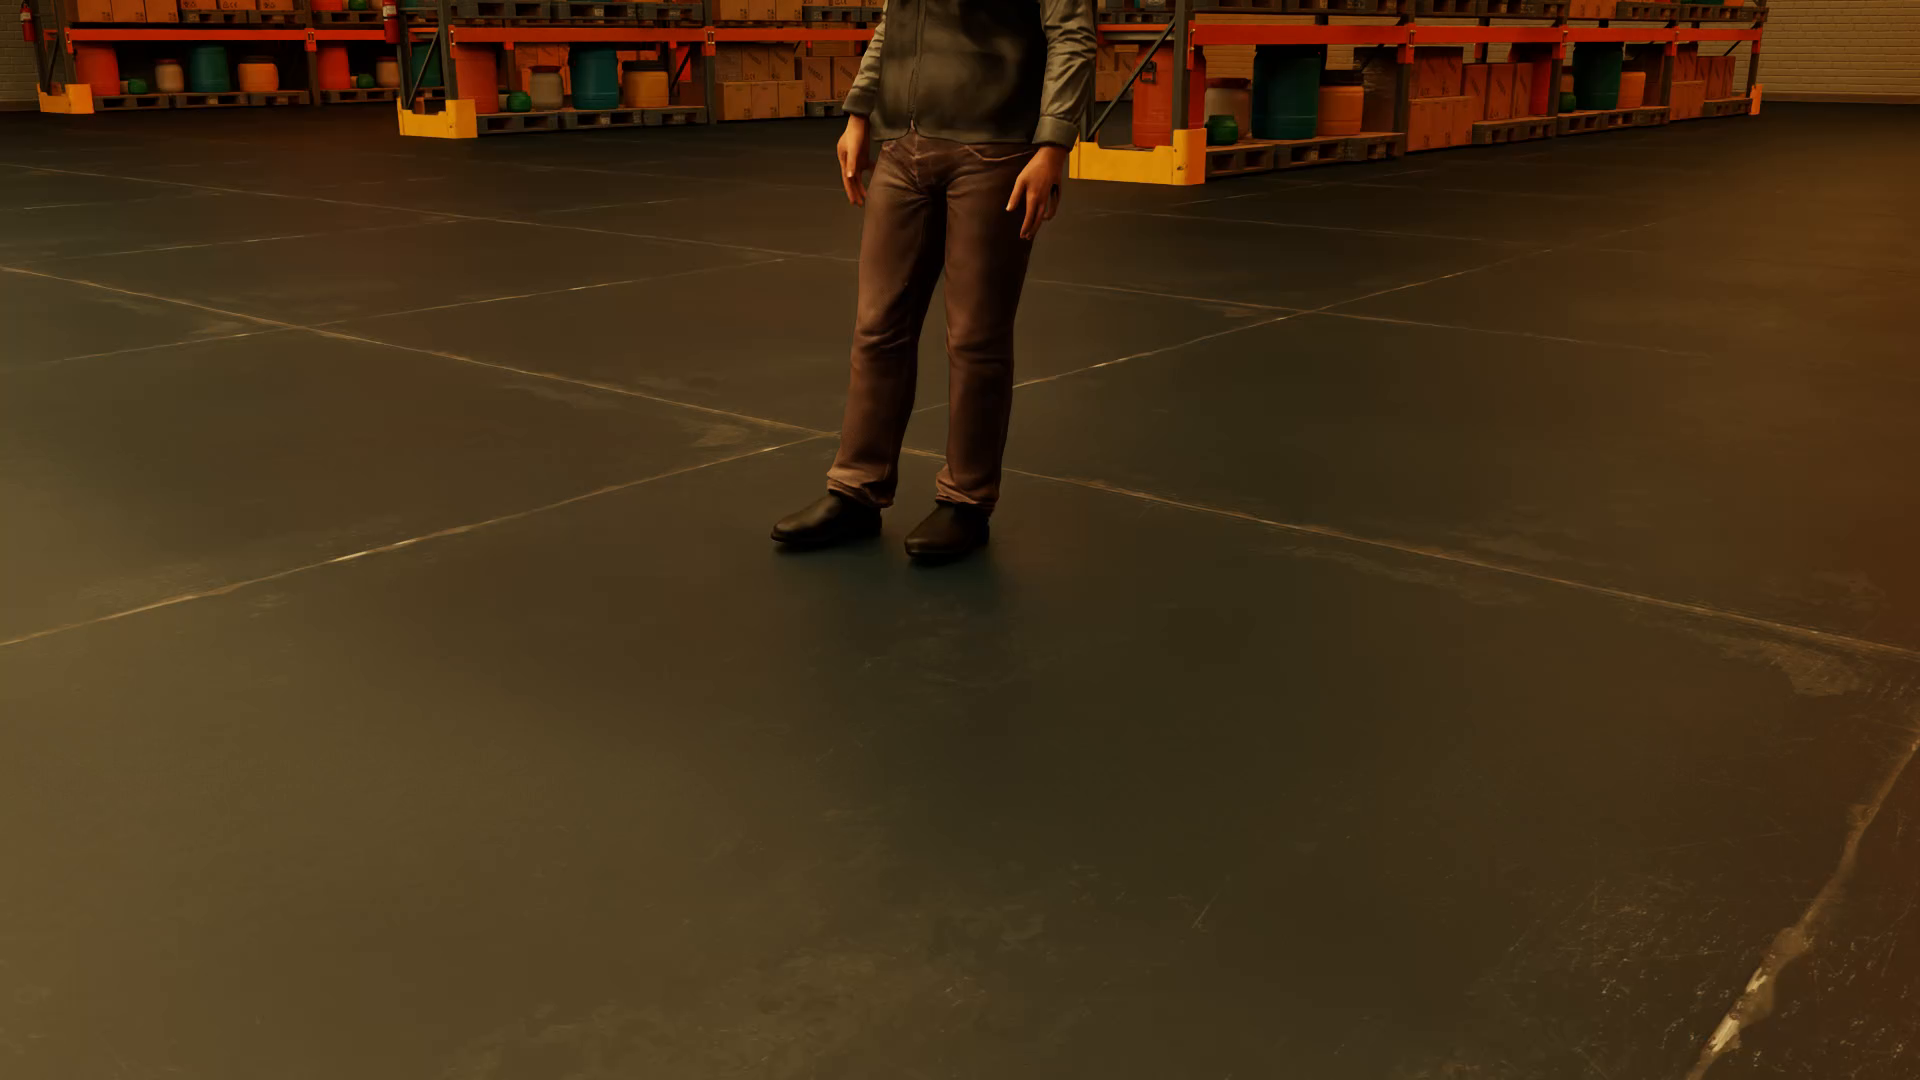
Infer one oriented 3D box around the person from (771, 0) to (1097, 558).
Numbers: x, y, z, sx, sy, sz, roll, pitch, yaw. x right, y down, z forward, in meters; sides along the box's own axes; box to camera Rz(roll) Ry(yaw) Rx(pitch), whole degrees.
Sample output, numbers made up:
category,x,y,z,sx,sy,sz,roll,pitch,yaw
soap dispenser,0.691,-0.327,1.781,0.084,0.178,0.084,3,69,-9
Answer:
category,x,y,z,sx,sy,sz,roll,pitch,yaw
person,-0.046,-0.780,3.659,0.633,1.642,0.566,13,21,37
